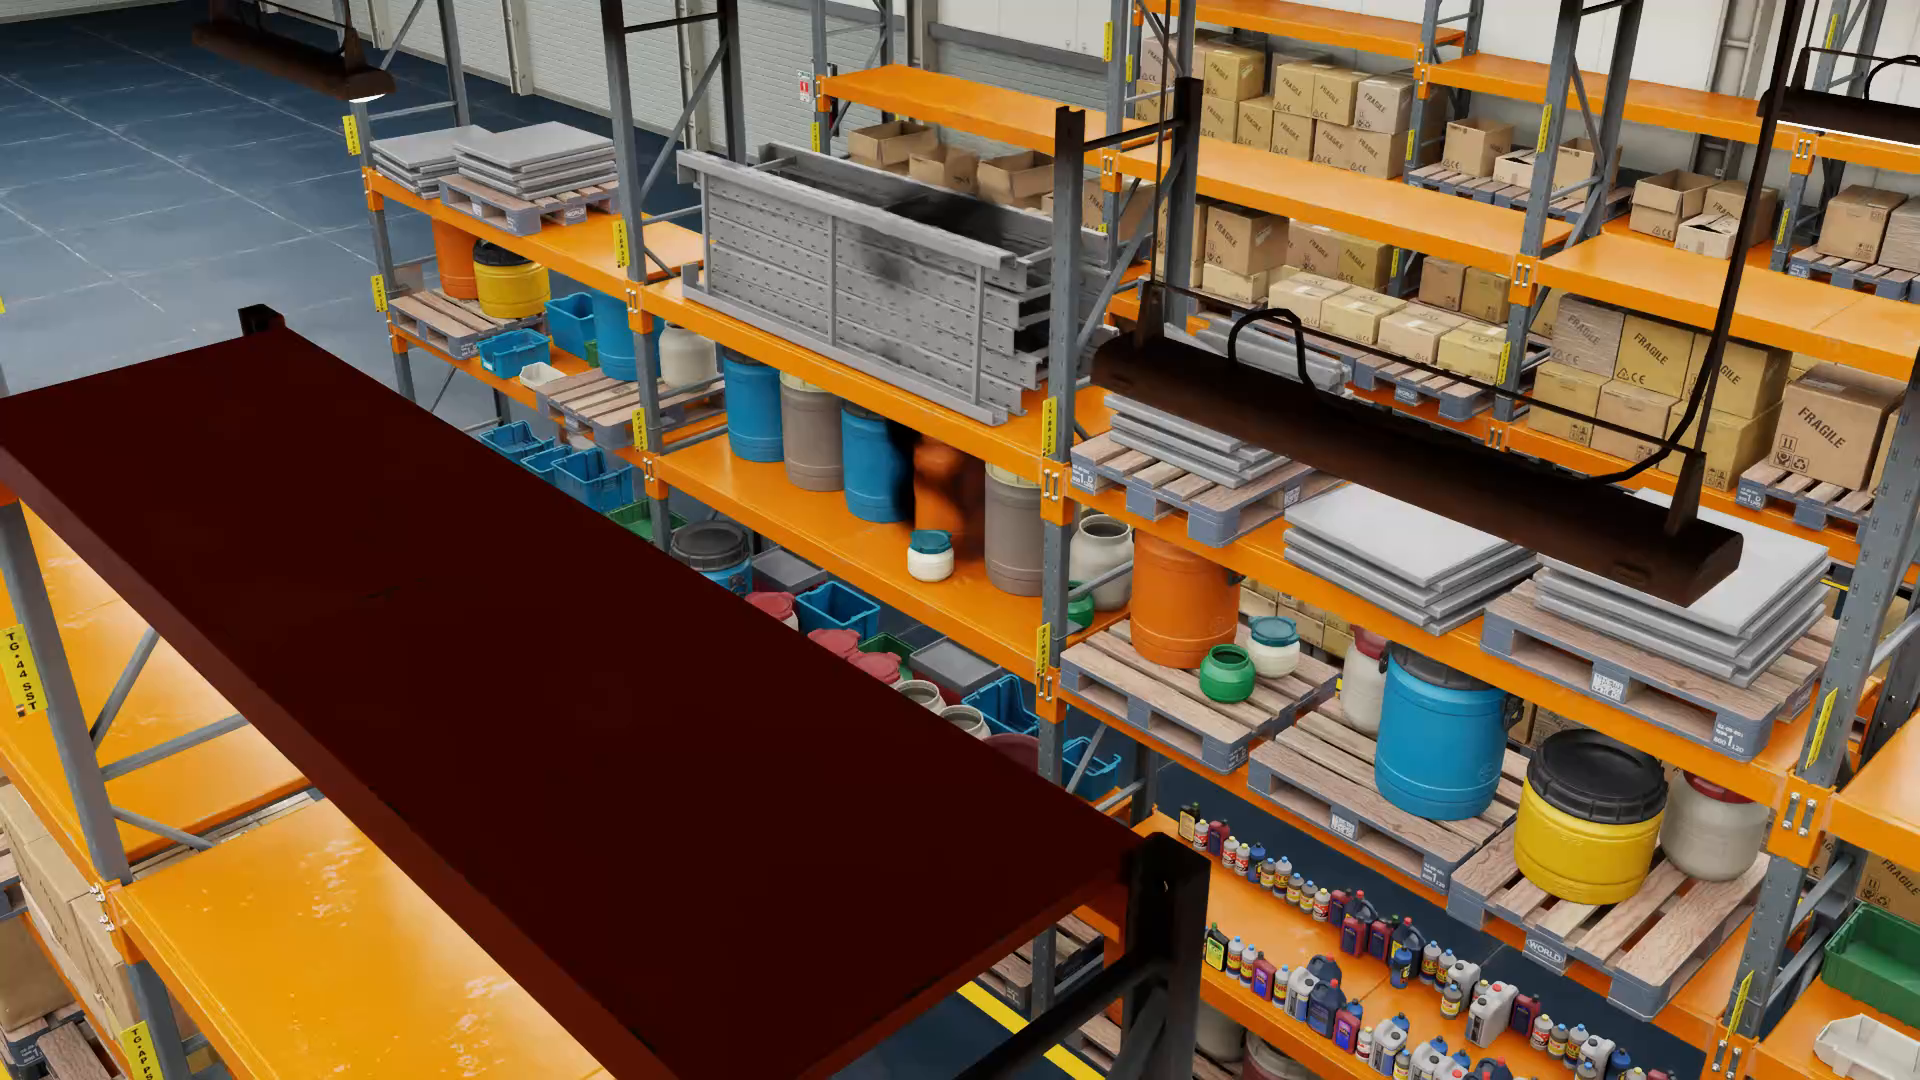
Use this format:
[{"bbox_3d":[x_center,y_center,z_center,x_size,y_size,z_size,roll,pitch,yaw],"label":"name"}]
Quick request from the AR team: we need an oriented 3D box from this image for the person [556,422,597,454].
[{"bbox_3d":[-3.812,-1.019,16.950,0.579,1.745,0.688,22,35,35],"label":"person"}]
